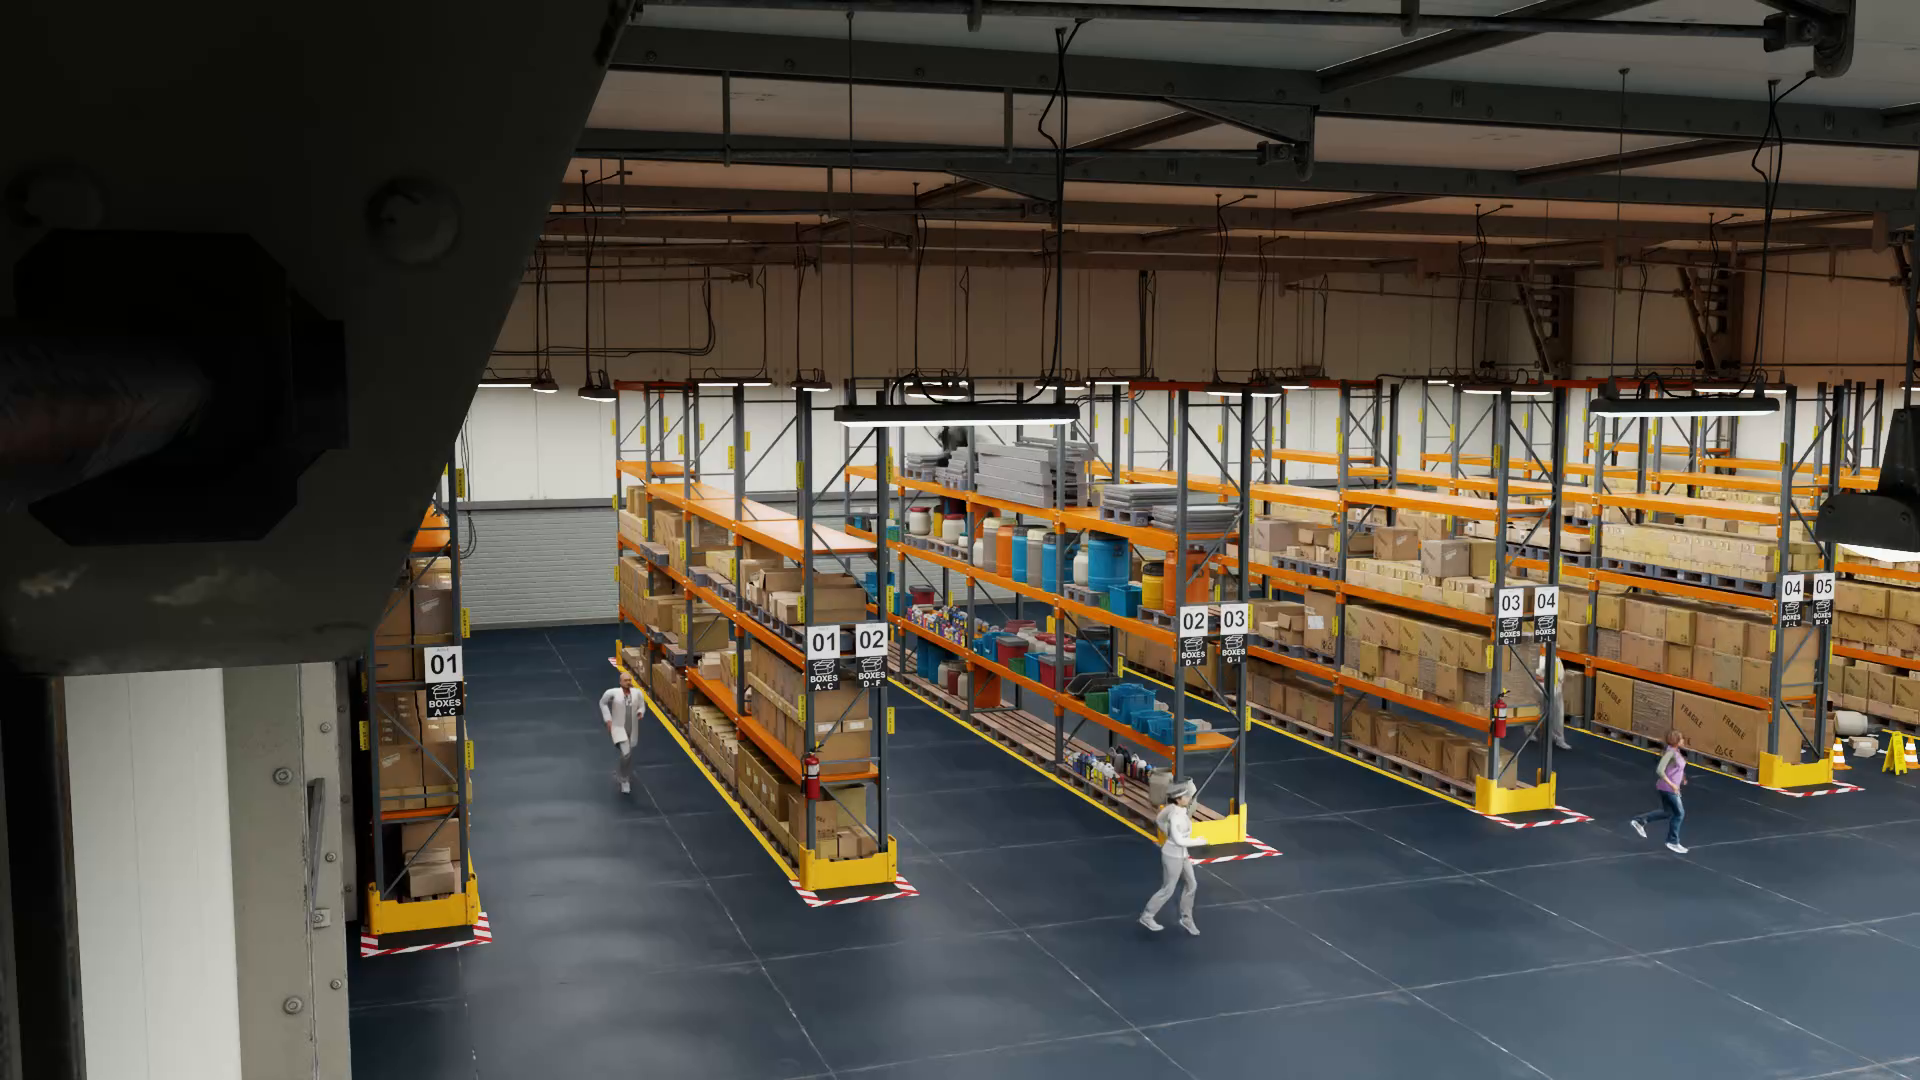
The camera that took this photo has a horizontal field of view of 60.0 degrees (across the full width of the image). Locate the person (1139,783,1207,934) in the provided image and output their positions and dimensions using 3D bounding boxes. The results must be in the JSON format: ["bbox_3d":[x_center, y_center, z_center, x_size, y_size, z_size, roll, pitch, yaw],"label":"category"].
[{"bbox_3d":[2.372,3.557,18.471,0.745,1.763,0.627,1,6,10],"label":"person"}]

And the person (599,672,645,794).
[{"bbox_3d":[-4.985,2.854,24.746,0.613,1.814,0.909,-4,7,-36],"label":"person"}]

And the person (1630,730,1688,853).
[{"bbox_3d":[9.159,3.258,21.720,0.711,1.608,0.535,3,7,27],"label":"person"}]

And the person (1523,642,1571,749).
[{"bbox_3d":[9.744,2.516,27.483,0.705,1.758,0.911,-3,7,-29],"label":"person"}]
